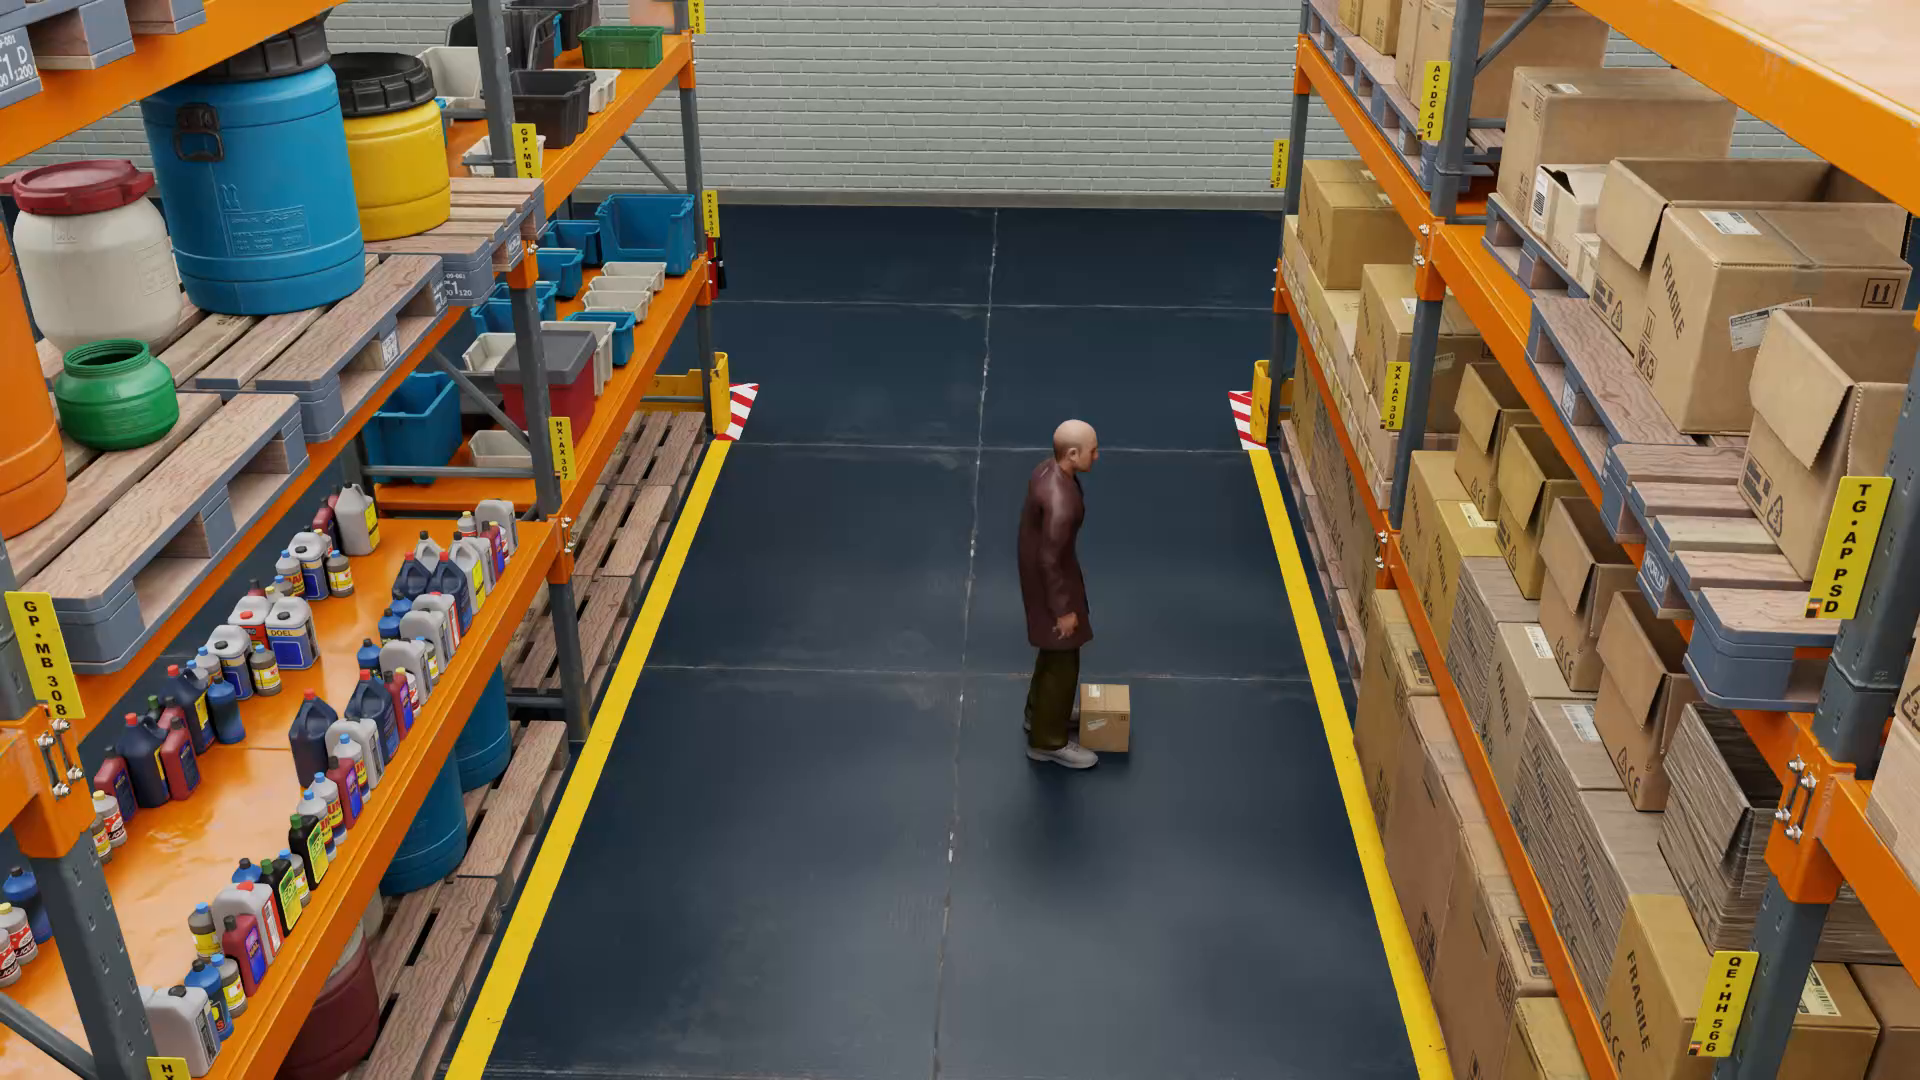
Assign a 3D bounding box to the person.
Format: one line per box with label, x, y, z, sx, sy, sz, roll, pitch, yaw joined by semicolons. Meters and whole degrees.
person;0.500;0.242;8.174;0.407;1.773;0.631;1;28;2
